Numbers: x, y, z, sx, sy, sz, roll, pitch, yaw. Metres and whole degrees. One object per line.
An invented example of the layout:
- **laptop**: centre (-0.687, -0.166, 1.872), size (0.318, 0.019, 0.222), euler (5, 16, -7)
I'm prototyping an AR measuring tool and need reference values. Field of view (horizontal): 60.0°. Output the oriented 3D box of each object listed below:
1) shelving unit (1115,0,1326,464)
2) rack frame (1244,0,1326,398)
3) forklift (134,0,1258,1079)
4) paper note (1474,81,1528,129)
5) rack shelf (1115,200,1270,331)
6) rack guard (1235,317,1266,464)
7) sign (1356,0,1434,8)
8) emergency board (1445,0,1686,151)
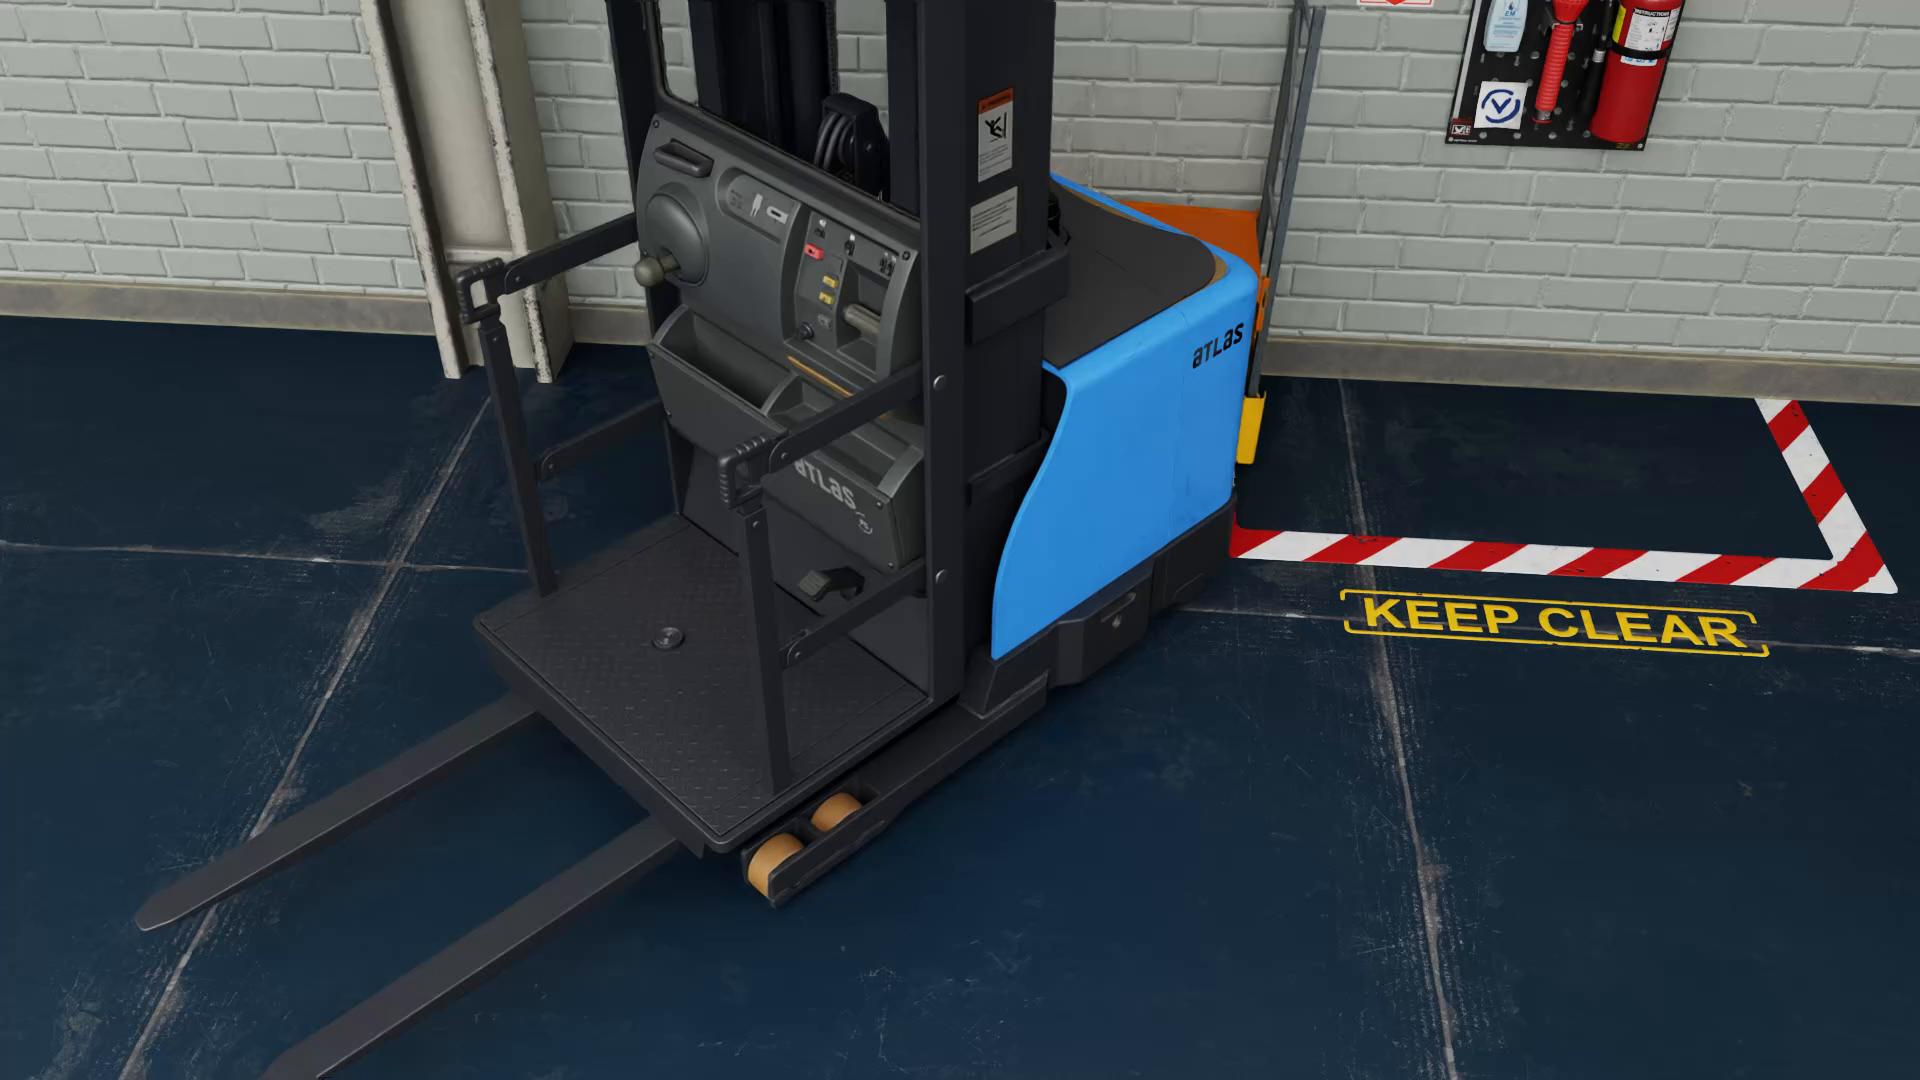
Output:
- **shelving unit**: centre (0.501, -1.076, 5.324), size (1.083, 1.500, 0.587), euler (5, 37, 3)
- **rack frame**: centre (0.998, -1.029, 5.301), size (0.032, 1.500, 0.500), euler (5, 37, 3)
- **forklift**: centre (-0.588, -0.610, 3.678), size (3.031, 2.935, 1.130), euler (-32, 49, -33)
- **paper note**: centre (1.711, -1.375, 5.261), size (0.142, 0.148, 0.016), euler (3, 39, 4)
- **rack shelf**: centre (0.484, -0.932, 5.432), size (1.000, 0.185, 0.538), euler (5, 37, 3)
- **rack guard**: centre (0.967, -0.527, 5.672), size (0.087, 0.250, 0.587), euler (5, 37, 3)
- **sign**: centre (1.340, -1.772, 5.023), size (0.234, 0.329, 0.001), euler (3, 39, 4)
- **emergency board**: centre (1.882, -1.663, 4.917), size (0.643, 1.169, 0.194), euler (3, 39, 4)
